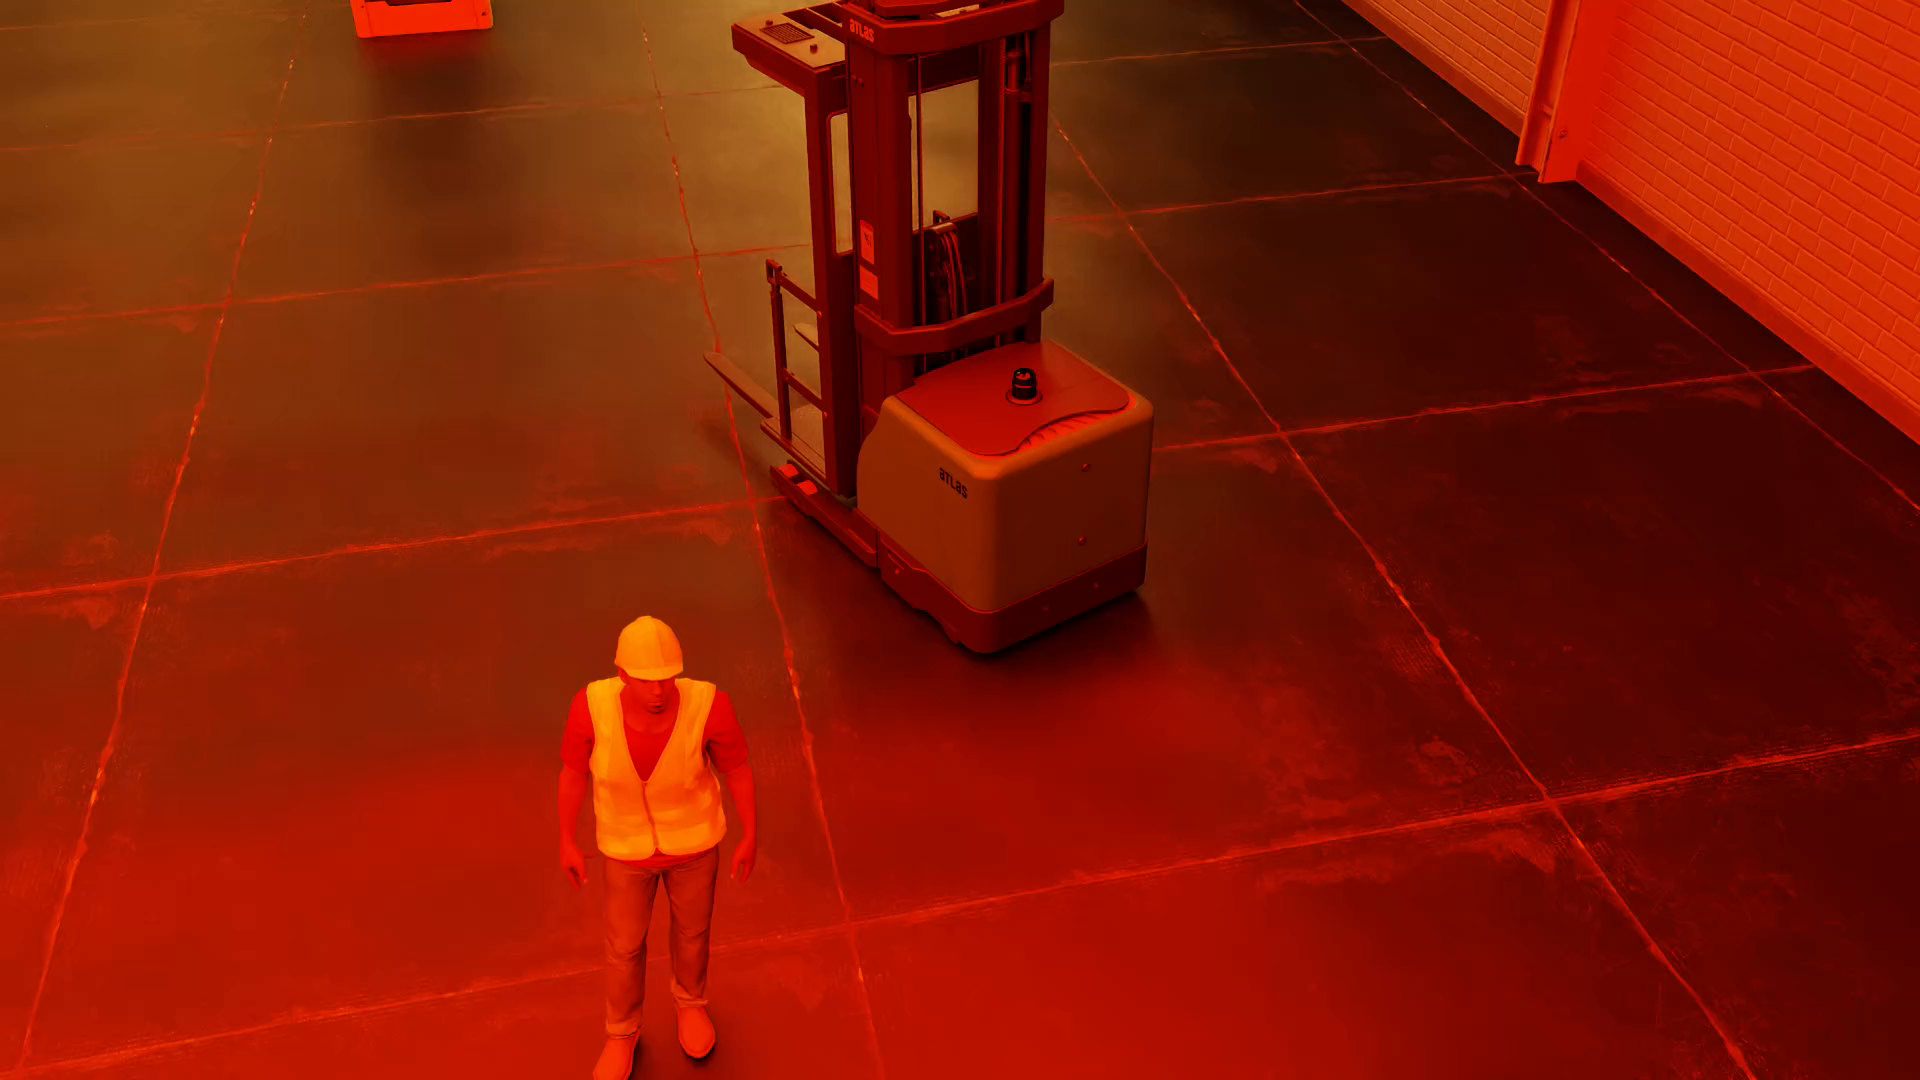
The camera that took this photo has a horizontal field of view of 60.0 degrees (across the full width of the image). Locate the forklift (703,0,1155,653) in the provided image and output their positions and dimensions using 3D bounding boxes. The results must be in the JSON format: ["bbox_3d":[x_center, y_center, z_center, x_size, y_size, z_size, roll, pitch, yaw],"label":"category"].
[{"bbox_3d":[-0.350,-1.480,8.107,1.130,2.935,3.031,-22,41,-28],"label":"forklift"}]

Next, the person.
[{"bbox_3d":[-1.004,1.056,5.568,0.665,1.768,0.575,-4,36,-6],"label":"person"}]
